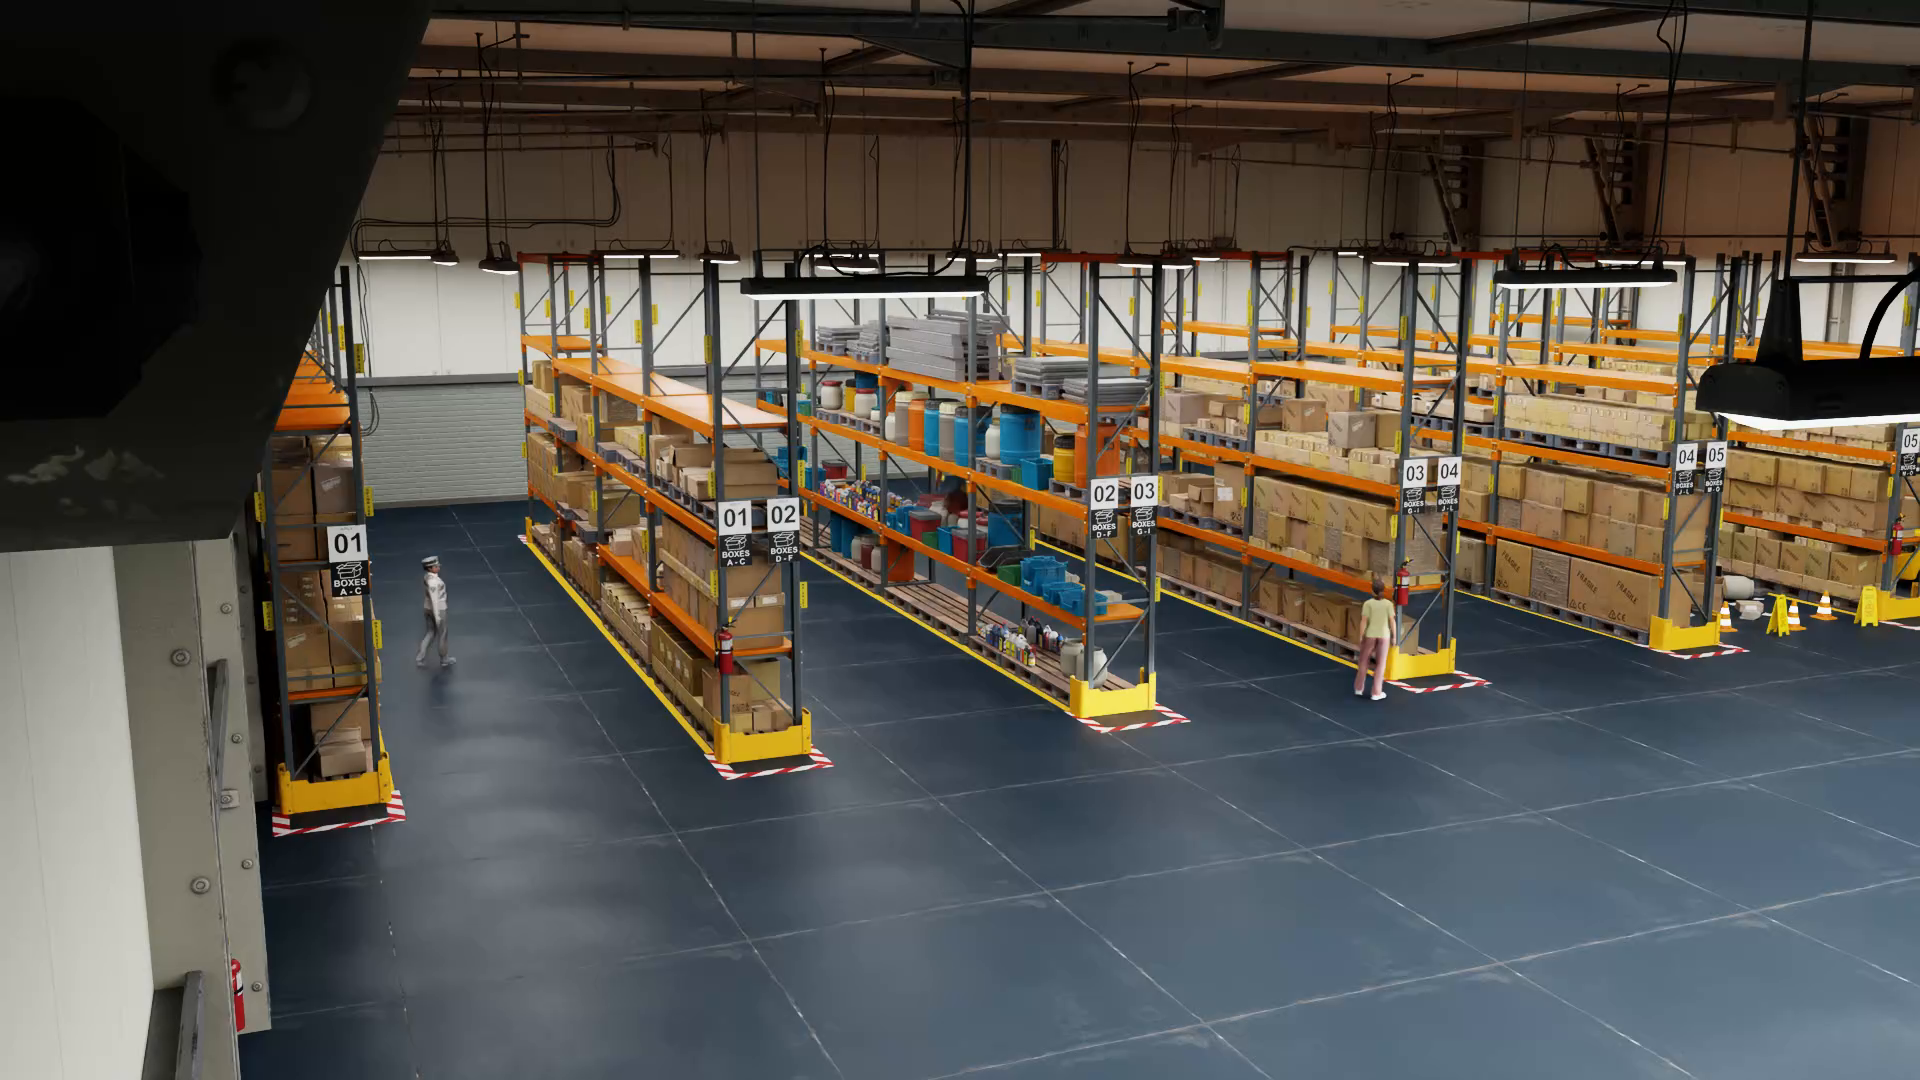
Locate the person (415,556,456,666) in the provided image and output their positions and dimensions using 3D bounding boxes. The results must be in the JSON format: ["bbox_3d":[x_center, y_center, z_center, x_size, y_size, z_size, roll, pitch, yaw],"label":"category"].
[{"bbox_3d":[-7.790,1.057,24.635,0.456,1.669,0.623,8,13,37],"label":"person"}]

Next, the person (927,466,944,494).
[{"bbox_3d":[-0.576,-1.310,37.270,0.410,1.776,0.621,-4,11,-20],"label":"person"}]

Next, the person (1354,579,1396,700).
[{"bbox_3d":[5.756,1.364,23.015,0.544,1.686,0.483,3,11,15],"label":"person"}]
